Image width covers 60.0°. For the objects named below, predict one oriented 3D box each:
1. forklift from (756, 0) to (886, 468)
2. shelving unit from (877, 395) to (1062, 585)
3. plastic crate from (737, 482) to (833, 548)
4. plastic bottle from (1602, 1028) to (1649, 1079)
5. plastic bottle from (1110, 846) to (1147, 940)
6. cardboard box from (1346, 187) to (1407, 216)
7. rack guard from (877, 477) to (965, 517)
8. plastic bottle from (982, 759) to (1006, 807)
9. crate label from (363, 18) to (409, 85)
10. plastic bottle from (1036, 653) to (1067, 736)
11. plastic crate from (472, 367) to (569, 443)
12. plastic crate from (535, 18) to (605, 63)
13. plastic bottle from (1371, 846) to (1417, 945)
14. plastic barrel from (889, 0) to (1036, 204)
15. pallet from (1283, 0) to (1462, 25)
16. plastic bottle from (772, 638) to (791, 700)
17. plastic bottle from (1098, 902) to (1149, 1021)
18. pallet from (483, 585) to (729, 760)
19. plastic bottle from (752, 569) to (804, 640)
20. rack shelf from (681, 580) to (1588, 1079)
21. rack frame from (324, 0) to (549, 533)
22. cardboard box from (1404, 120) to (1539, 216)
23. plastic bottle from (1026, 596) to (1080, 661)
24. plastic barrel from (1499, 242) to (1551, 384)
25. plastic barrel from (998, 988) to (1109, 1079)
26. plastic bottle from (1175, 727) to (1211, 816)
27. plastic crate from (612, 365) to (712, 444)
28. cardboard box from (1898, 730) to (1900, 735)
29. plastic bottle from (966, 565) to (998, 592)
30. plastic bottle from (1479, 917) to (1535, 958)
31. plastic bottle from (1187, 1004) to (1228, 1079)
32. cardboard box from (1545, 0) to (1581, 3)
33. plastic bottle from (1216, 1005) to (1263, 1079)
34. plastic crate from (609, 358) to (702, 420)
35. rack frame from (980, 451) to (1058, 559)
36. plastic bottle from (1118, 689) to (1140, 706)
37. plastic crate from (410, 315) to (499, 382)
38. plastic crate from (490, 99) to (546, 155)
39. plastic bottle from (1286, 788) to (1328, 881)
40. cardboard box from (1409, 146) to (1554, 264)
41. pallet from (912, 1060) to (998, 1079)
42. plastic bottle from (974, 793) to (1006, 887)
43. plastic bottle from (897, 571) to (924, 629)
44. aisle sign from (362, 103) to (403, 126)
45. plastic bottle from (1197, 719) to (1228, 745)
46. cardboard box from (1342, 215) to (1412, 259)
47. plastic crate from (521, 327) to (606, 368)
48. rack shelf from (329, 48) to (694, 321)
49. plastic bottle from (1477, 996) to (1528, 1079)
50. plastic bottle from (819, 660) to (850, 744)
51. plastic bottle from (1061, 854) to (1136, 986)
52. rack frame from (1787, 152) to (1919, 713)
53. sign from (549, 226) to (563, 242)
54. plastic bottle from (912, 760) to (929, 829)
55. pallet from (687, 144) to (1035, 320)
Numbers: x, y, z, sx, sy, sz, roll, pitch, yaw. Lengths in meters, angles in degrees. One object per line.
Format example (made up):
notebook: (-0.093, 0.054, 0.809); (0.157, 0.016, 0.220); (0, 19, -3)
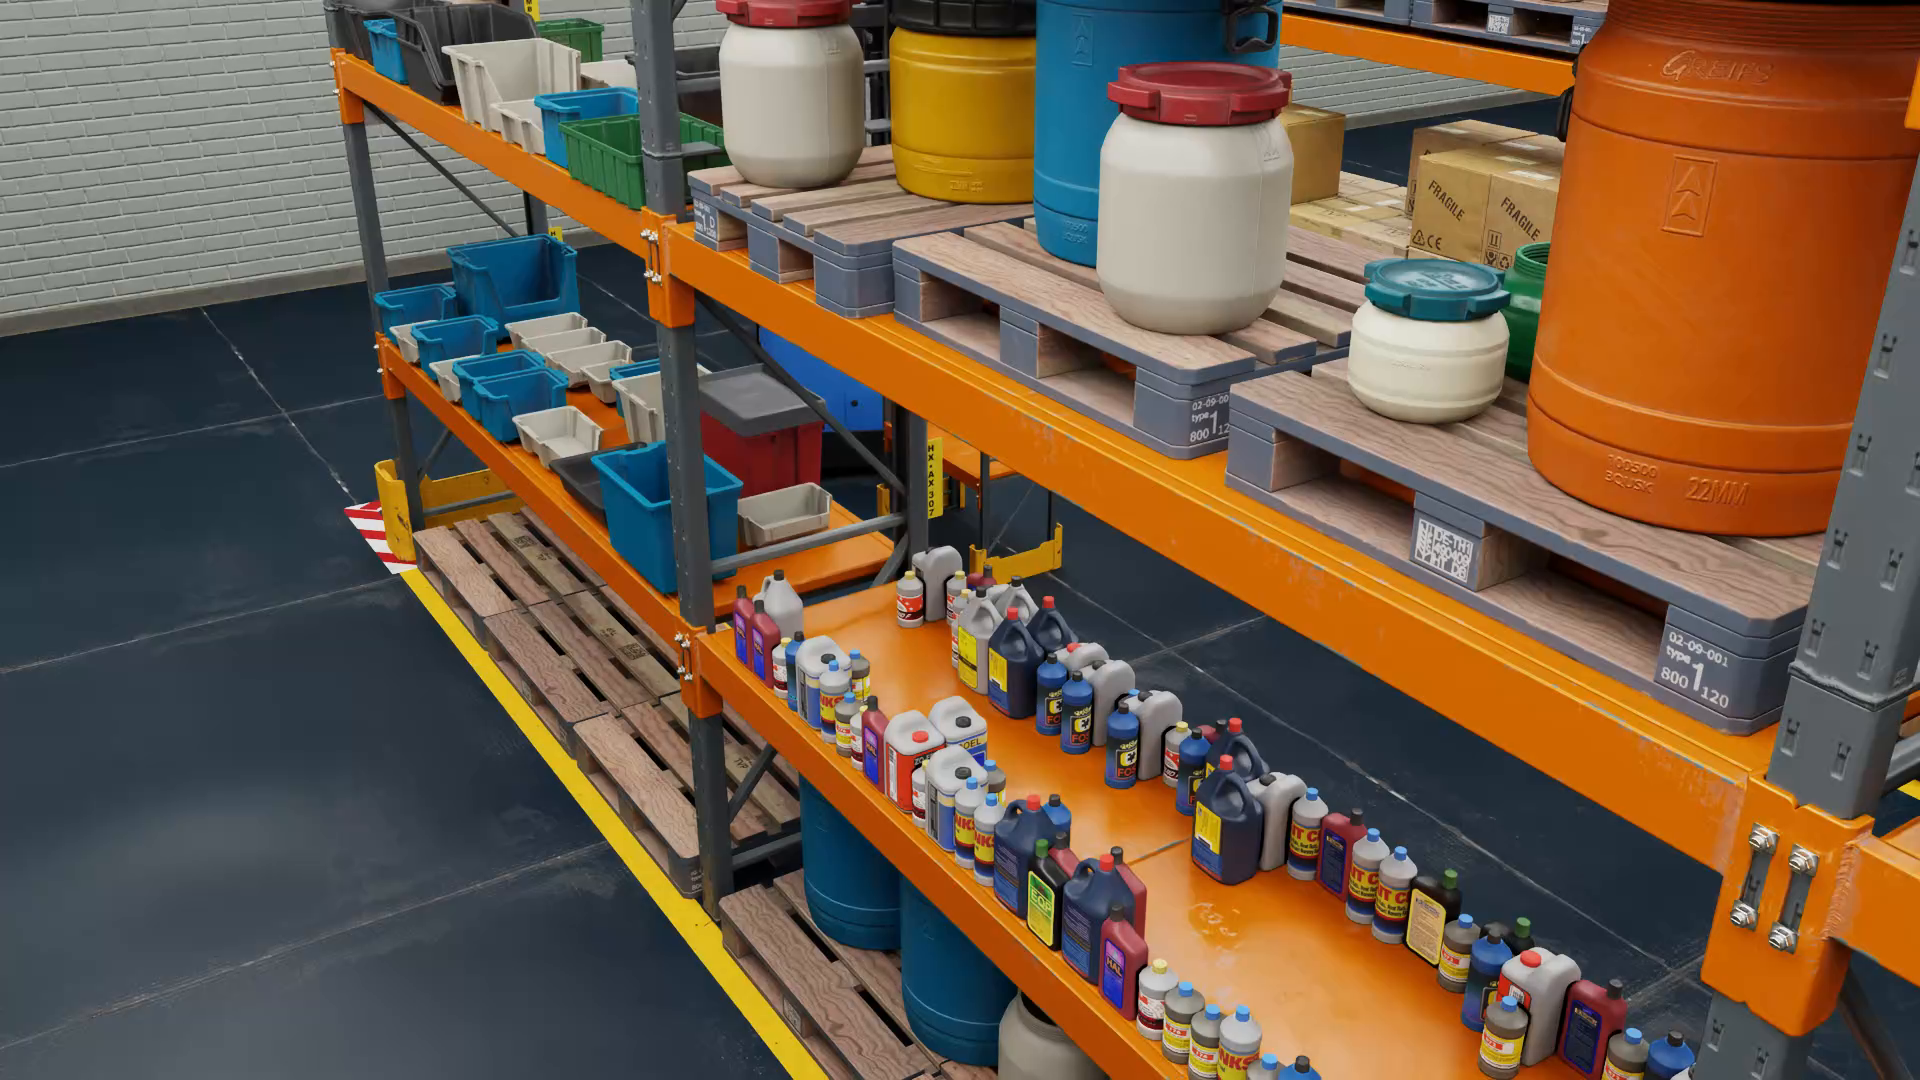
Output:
forklift: (-0.887, -2.366, 11.328); (1.130, 2.935, 3.031); (-3, 25, -6)
shelving unit: (0.042, -0.651, 9.372); (0.587, 1.500, 1.083); (-16, 29, -30)
plastic crate: (-0.707, -0.089, 6.664); (0.396, 0.136, 0.243); (-16, 29, -30)
plastic bottle: (1.552, 1.226, 3.872); (0.097, 0.201, 0.097); (0, 25, 0)
plastic bottle: (0.429, 0.948, 4.365); (0.061, 0.283, 0.133); (-16, 29, -30)
cardboard box: (2.723, -1.973, 10.243); (0.500, 0.250, 0.500); (-15, 29, -29)
rack guard: (-0.230, -0.264, 10.016); (0.587, 0.250, 0.087); (-16, 29, -30)
plastic bottle: (0.087, 0.741, 4.899); (0.097, 0.201, 0.097); (0, 25, 0)
crate label: (-2.523, -2.296, 7.761); (0.408, 0.251, 0.502); (-16, 29, -30)
plastic bottle: (0.294, 0.489, 5.351); (0.097, 0.271, 0.097); (0, 25, 0)
plastic crate: (-2.015, -0.620, 7.676); (0.416, 0.233, 0.300); (-16, 29, -30)
plastic crate: (-1.978, -2.387, 8.026); (0.450, 0.188, 0.336); (-16, 29, -30)
plastic bottle: (1.154, 0.934, 4.409); (0.097, 0.271, 0.097); (0, 25, 0)
plastic barrel: (0.096, -1.334, 4.836); (0.600, 0.588, 0.600); (0, 25, 0)
pallet: (2.478, -3.183, 9.569); (1.003, 0.211, 1.213); (-16, 29, -30)
plastic bottle: (-0.579, 0.424, 5.572); (0.097, 0.201, 0.097); (0, 25, 0)
plastic bottle: (0.409, 1.048, 4.153); (0.061, 0.283, 0.133); (-16, 29, -30)
pallet: (-1.677, 0.589, 8.256); (1.003, 0.211, 1.213); (-16, 29, -30)
plastic bottle: (-0.630, 0.257, 5.750); (0.144, 0.351, 0.185); (-16, 29, -30)
rack shelf: (0.519, 1.059, 4.835); (1.077, 0.370, 4.000); (-16, 29, -30)
rack frame: (-2.756, -1.412, 9.228); (1.000, 3.000, 0.127); (-16, 29, -30)
cardboard box: (2.980, -2.135, 9.709); (0.500, 0.500, 0.500); (-17, 30, -31)
plastic bottle: (0.304, 0.359, 5.533); (0.144, 0.351, 0.185); (-16, 29, -30)
plastic barrel: (1.225, -0.460, 3.386); (0.294, 0.245, 0.294); (0, 25, 0)
plastic barrel: (0.330, 1.628, 5.210); (0.421, 0.512, 0.421); (0, 25, 0)
plastic bottle: (0.696, 0.681, 4.944); (0.097, 0.271, 0.097); (0, 25, 0)
plastic crate: (-1.252, -0.544, 7.458); (0.437, 0.282, 0.530); (-16, 29, -30)
cardboard box: (4.432, 0.179, 7.855); (1.225, 0.875, 0.875); (-17, 30, -31)
plastic bottle: (0.078, 0.209, 5.930); (0.061, 0.283, 0.133); (-16, 29, -30)
plastic bottle: (1.358, 1.048, 4.153); (0.061, 0.283, 0.133); (-16, 29, -30)
plastic bottle: (0.593, 1.192, 3.945); (0.097, 0.201, 0.097); (0, 25, 0)
cardboard box: (3.100, -3.039, 8.433); (0.700, 0.500, 0.500); (-18, 30, -33)
plastic bottle: (0.647, 1.195, 3.856); (0.097, 0.271, 0.097); (0, 25, 0)
plastic crate: (-1.420, -0.689, 7.821); (0.416, 0.233, 0.300); (-16, 29, -30)
rack frame: (0.324, -0.466, 8.980); (0.500, 1.500, 0.032); (-16, 29, -30)
plastic bottle: (0.548, 0.568, 5.265); (0.097, 0.201, 0.097); (0, 25, 0)
plastic crate: (-2.538, -0.963, 8.402); (0.416, 0.233, 0.300); (-16, 29, -30)
plastic crate: (-1.586, -1.585, 6.389); (0.293, 0.136, 0.466); (-16, 29, -30)
plastic bottle: (0.975, 0.816, 4.658); (0.097, 0.271, 0.097); (0, 25, 0)
cardboard box: (2.832, -1.824, 9.049); (0.500, 0.500, 0.500); (-15, 29, -29)
pallet: (0.484, 2.002, 5.262); (1.003, 0.211, 1.213); (-16, 29, -30)
plastic bottle: (0.087, 0.828, 4.634); (0.097, 0.271, 0.097); (0, 25, 0)
plastic bottle: (-0.181, 0.210, 6.025); (0.097, 0.201, 0.097); (0, 25, 0)
aisle sign: (-3.044, -2.544, 8.581); (0.394, 0.787, 0.004); (-16, 29, -30)
plastic bottle: (0.753, 0.651, 4.994); (0.061, 0.283, 0.133); (-16, 29, -30)
cardboard box: (2.553, -1.666, 9.593); (0.500, 0.250, 0.500); (-15, 29, -29)
plastic crate: (-2.013, -0.964, 8.516); (0.396, 0.136, 0.243); (-16, 29, -30)
rack shelf: (-1.664, -1.728, 7.226); (1.077, 0.370, 4.000); (-16, 29, -30)
plastic bottle: (1.299, 1.179, 3.971); (0.097, 0.201, 0.097); (0, 25, 0)
plastic bottle: (-0.399, 0.510, 5.307); (0.097, 0.271, 0.097); (0, 25, 0)
plastic bottle: (0.357, 0.951, 4.280); (0.144, 0.351, 0.185); (-16, 29, -30)
rack frame: (1.611, -1.264, 1.886); (1.000, 3.000, 0.127); (-16, 29, -30)
sign: (-2.304, -1.620, 9.477); (0.100, 0.325, 0.005); (-16, 29, -30)
plastic bottle: (-0.093, 0.742, 4.898); (0.097, 0.201, 0.097); (0, 25, 0)
pallet: (-0.063, -0.995, 5.052); (1.213, 0.211, 1.003); (-16, 29, -30)
